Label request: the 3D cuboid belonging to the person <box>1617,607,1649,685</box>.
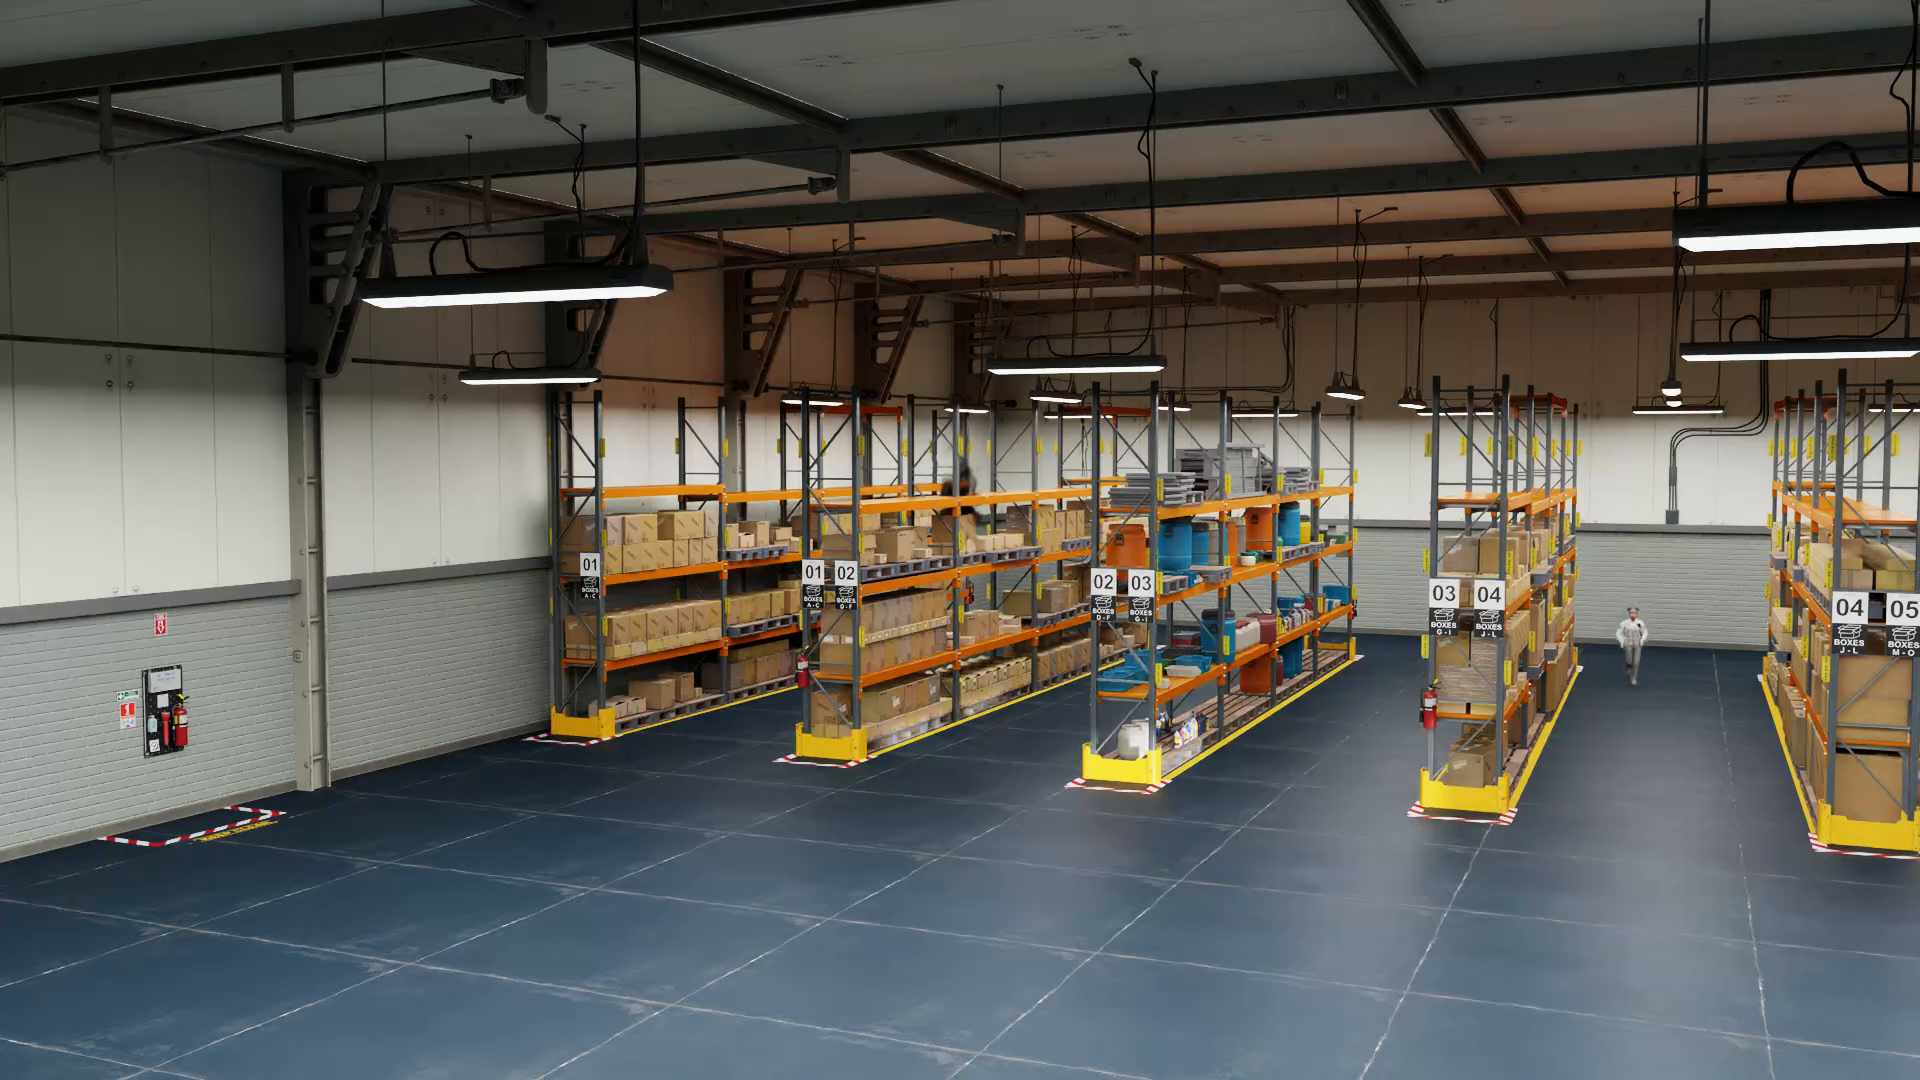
[{"bbox_3d":[14.315,2.233,35.391,0.628,1.655,0.565,1,3,17],"label":"person"}]
